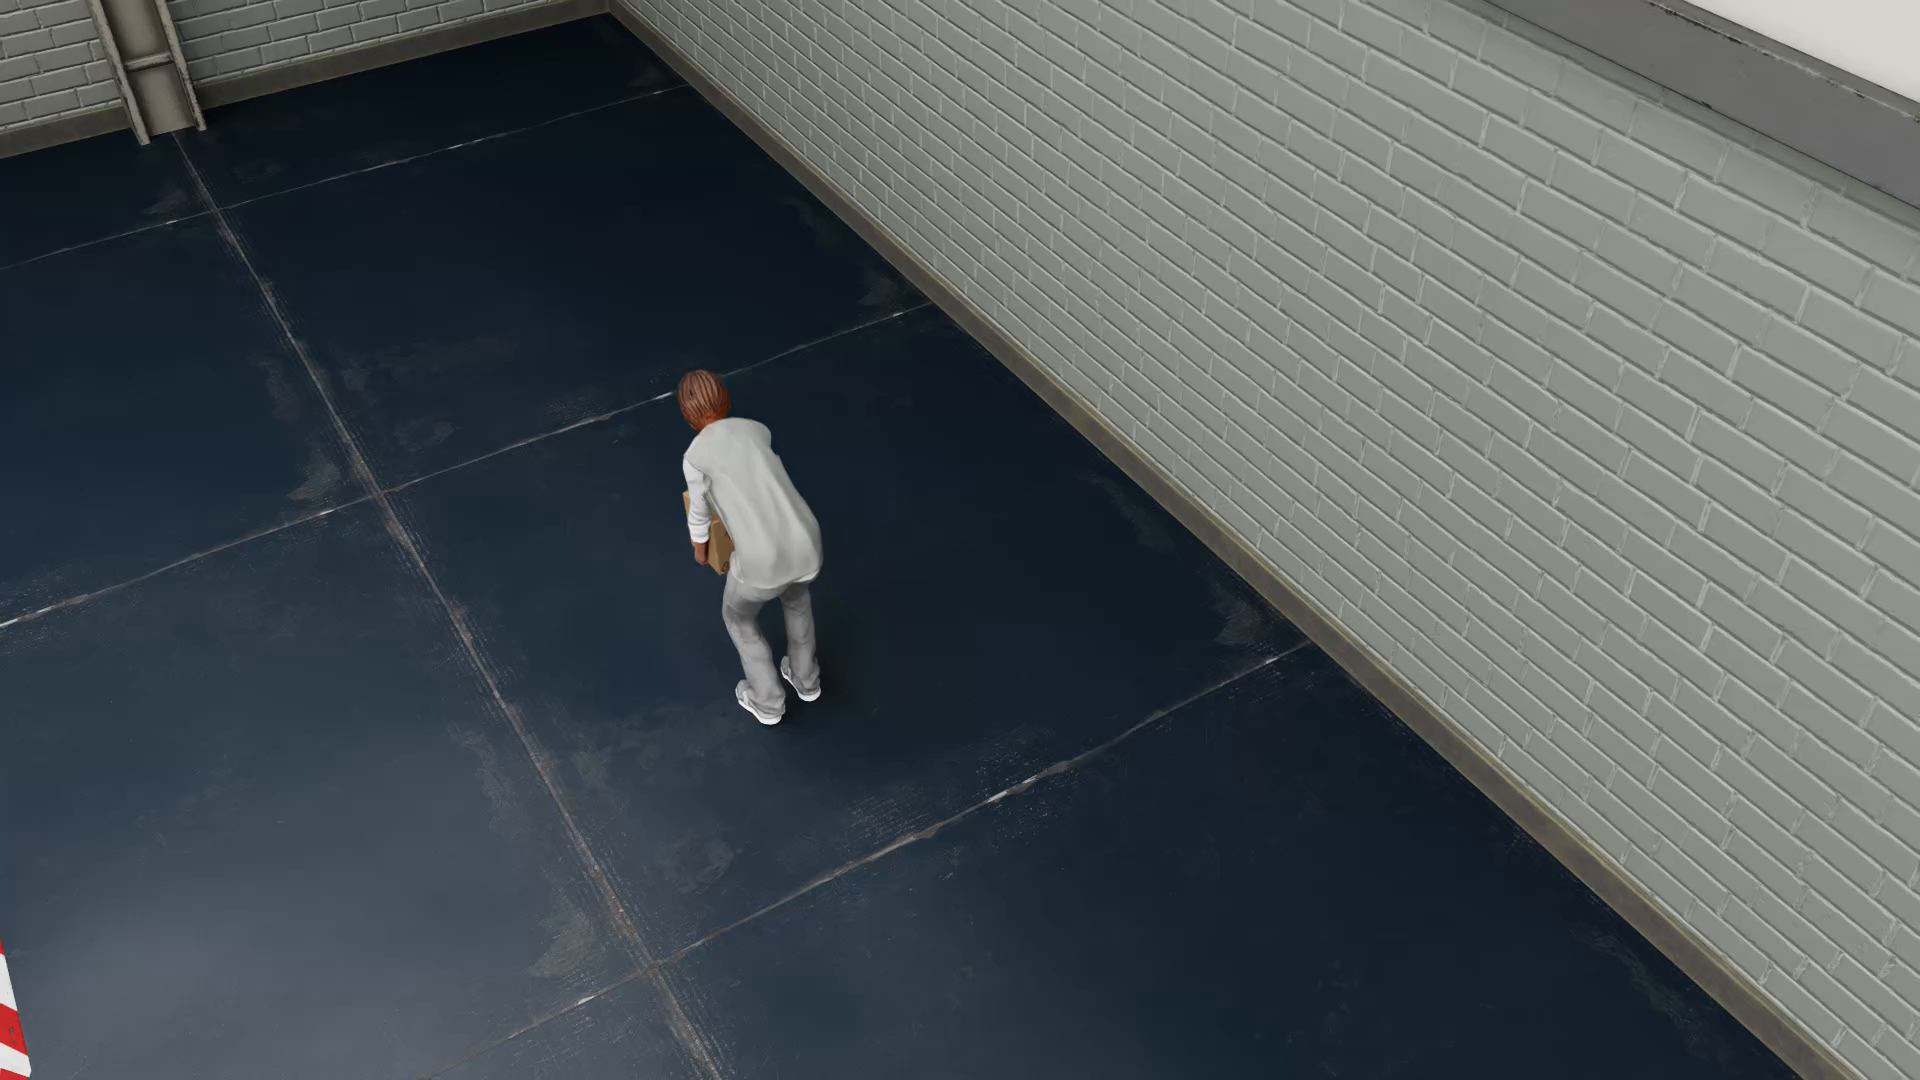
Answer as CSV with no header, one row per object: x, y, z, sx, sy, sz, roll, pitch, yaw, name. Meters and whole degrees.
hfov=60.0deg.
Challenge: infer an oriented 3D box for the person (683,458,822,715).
-0.740,0.124,6.282,0.380,1.117,0.539,-24,47,-25,person
